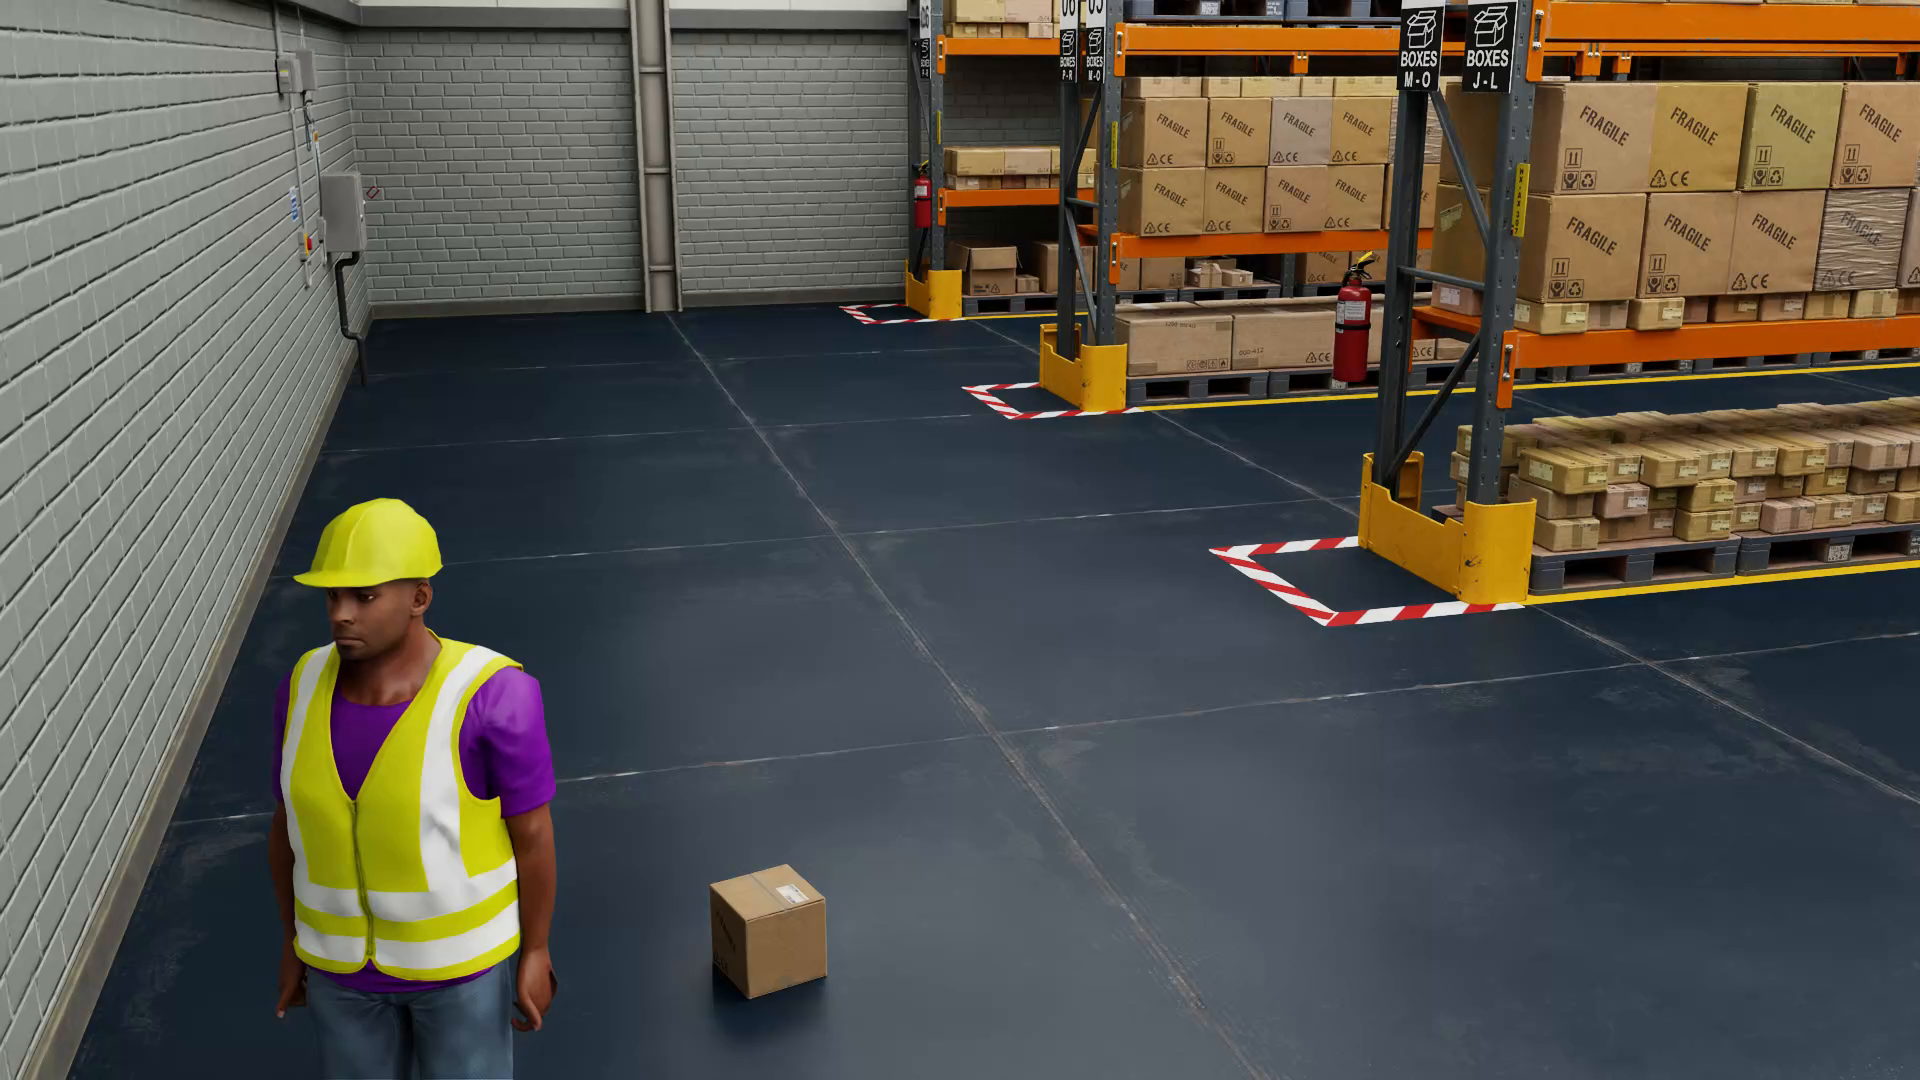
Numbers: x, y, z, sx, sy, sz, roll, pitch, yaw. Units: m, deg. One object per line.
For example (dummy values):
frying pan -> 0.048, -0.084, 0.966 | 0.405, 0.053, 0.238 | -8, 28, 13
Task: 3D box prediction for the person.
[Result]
person -> -1.057, 0.794, 3.186 | 0.567, 1.771, 0.380 | 2, 16, 8
